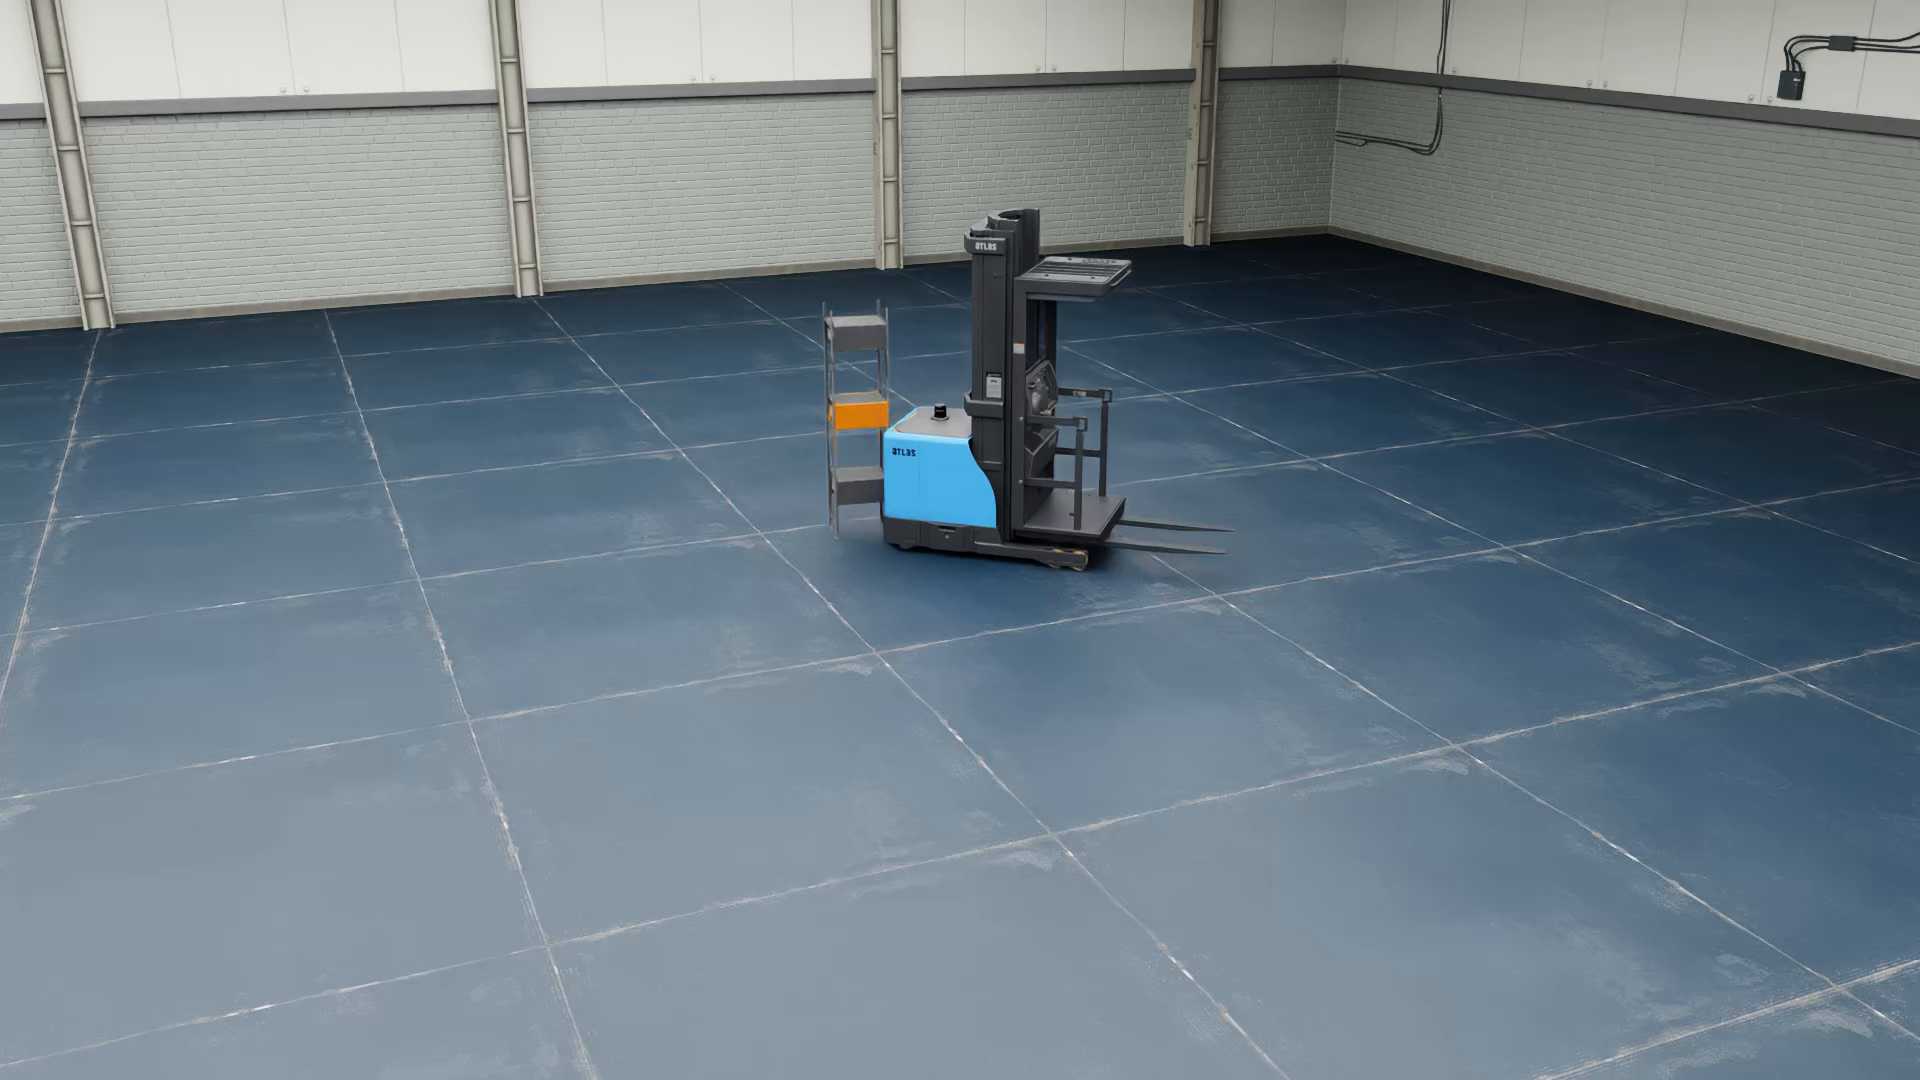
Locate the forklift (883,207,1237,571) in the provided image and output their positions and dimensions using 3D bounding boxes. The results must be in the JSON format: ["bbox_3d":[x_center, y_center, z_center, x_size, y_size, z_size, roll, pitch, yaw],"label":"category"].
[{"bbox_3d":[0.893,-1.315,14.344,3.031,2.935,1.130,6,20,16],"label":"forklift"}]

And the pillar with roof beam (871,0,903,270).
[{"bbox_3d":[0.509,-7.537,22.880,0.400,9.000,9.100,-8,21,-22],"label":"pillar with roof beam"}]

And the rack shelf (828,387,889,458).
[{"bbox_3d":[-0.916,-1.053,14.893,0.480,0.518,0.431,-5,20,-13],"label":"rack shelf"}]

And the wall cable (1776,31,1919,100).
[{"bbox_3d":[11.288,-8.331,20.012,0.169,6.003,2.305,-8,21,-22],"label":"wall cable"}]

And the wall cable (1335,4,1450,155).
[{"bbox_3d":[7.542,-8.159,29.321,0.112,2.526,3.097,-8,21,-22],"label":"wall cable"}]

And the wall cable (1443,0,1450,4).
[{"bbox_3d":[8.614,-9.716,26.139,0.112,2.526,3.097,-8,21,-22],"label":"wall cable"}]

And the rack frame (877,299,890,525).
[{"bbox_3d":[-0.679,-1.086,14.944,0.015,2.100,0.400,-5,20,-13],"label":"rack frame"}]

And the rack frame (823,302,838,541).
[{"bbox_3d":[-1.153,-1.047,14.833,0.015,2.100,0.400,-5,20,-13],"label":"rack frame"}]

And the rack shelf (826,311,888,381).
[{"bbox_3d":[-0.916,-1.714,14.661,0.480,0.518,0.431,-5,20,-13],"label":"rack shelf"}]

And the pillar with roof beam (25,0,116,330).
[{"bbox_3d":[-10.509,-5.959,18.396,0.400,9.000,9.100,-8,21,-22],"label":"pillar with roof beam"}]

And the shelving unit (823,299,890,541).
[{"bbox_3d":[-0.916,-1.066,14.888,0.503,2.100,0.431,-5,20,-13],"label":"shelving unit"}]

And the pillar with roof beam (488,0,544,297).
[{"bbox_3d":[-5.000,-6.748,20.638,0.400,9.000,9.100,-8,21,-22],"label":"pillar with roof beam"}]

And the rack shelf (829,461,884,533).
[{"bbox_3d":[-0.916,-0.393,15.125,0.480,0.518,0.431,-5,20,-13],"label":"rack shelf"}]

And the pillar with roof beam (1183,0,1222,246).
[{"bbox_3d":[6.019,-8.327,25.121,0.400,9.000,9.100,-8,21,-22],"label":"pillar with roof beam"}]
